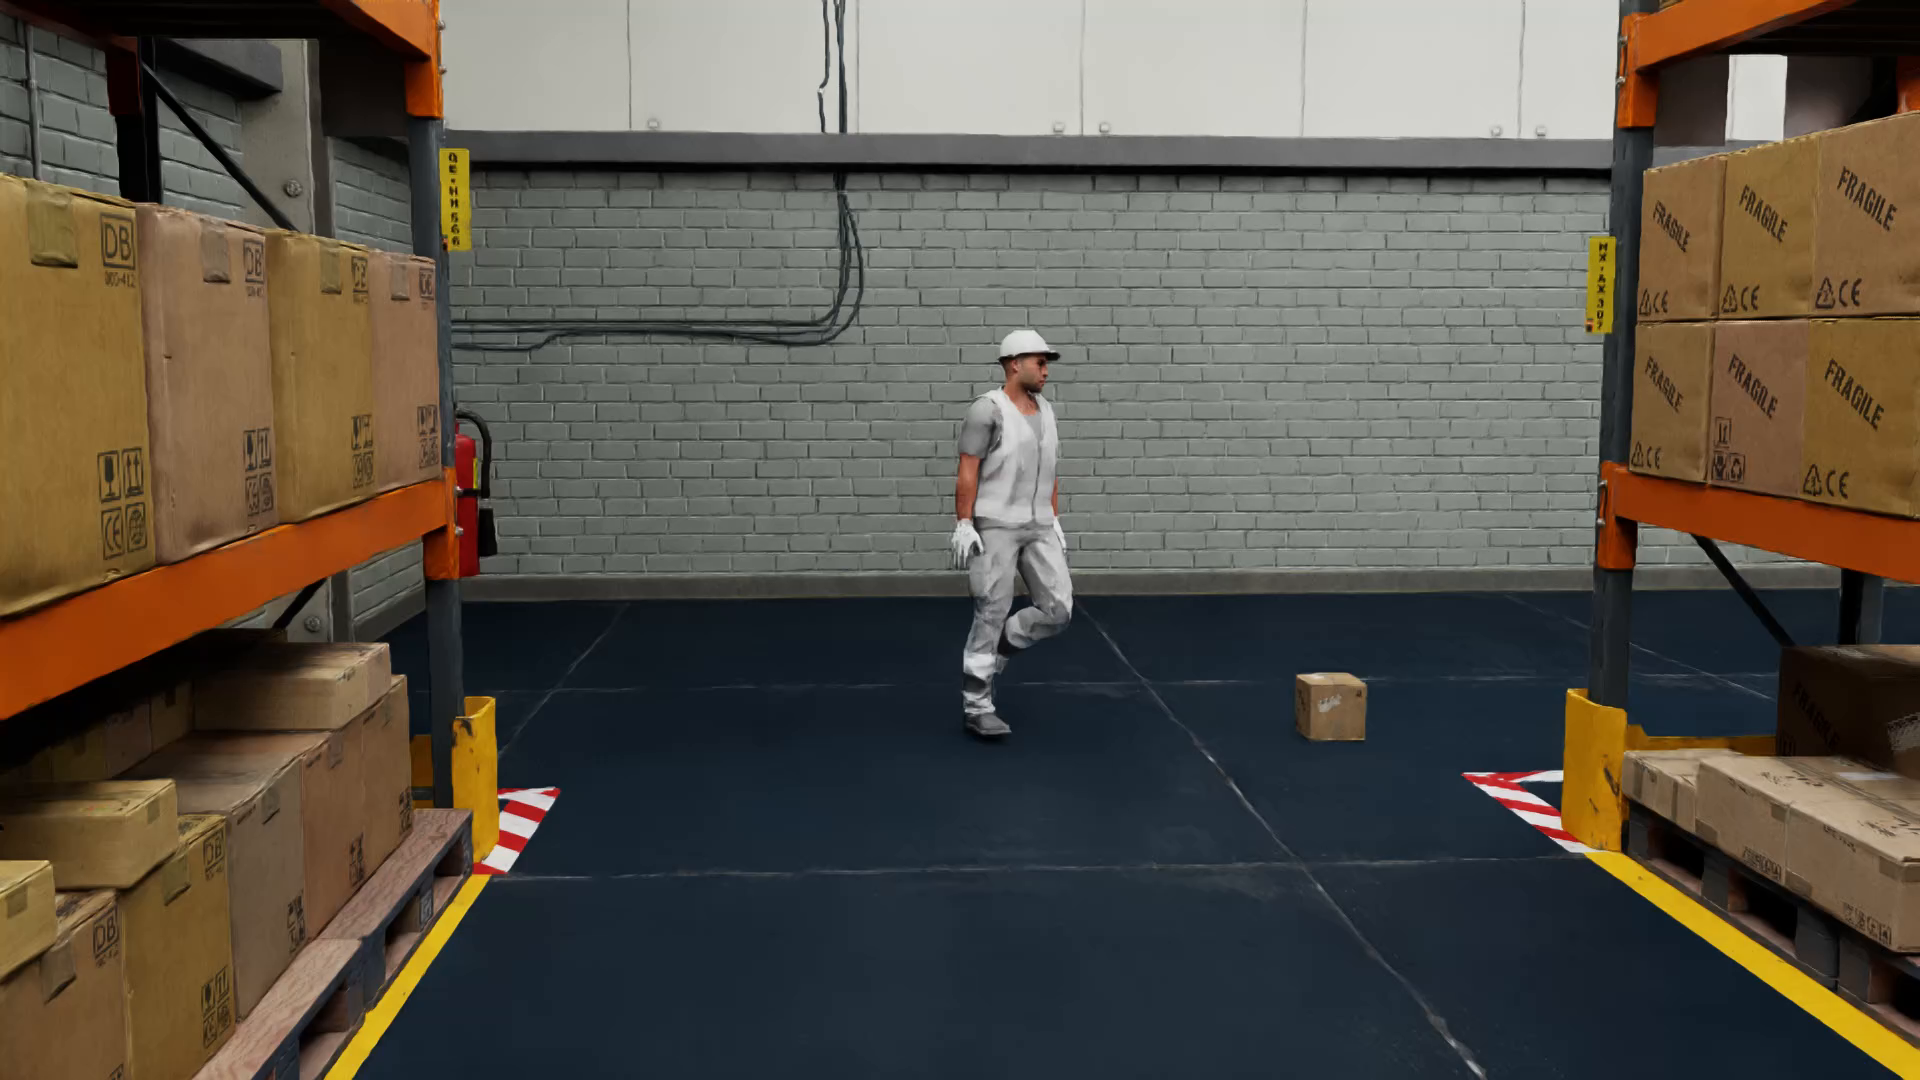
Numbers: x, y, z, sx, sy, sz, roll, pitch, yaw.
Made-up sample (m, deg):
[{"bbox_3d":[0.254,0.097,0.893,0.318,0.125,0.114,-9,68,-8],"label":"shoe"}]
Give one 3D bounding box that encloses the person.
[{"bbox_3d":[0.228,-0.046,7.405,0.677,1.771,0.518,-6,9,-40],"label":"person"}]
